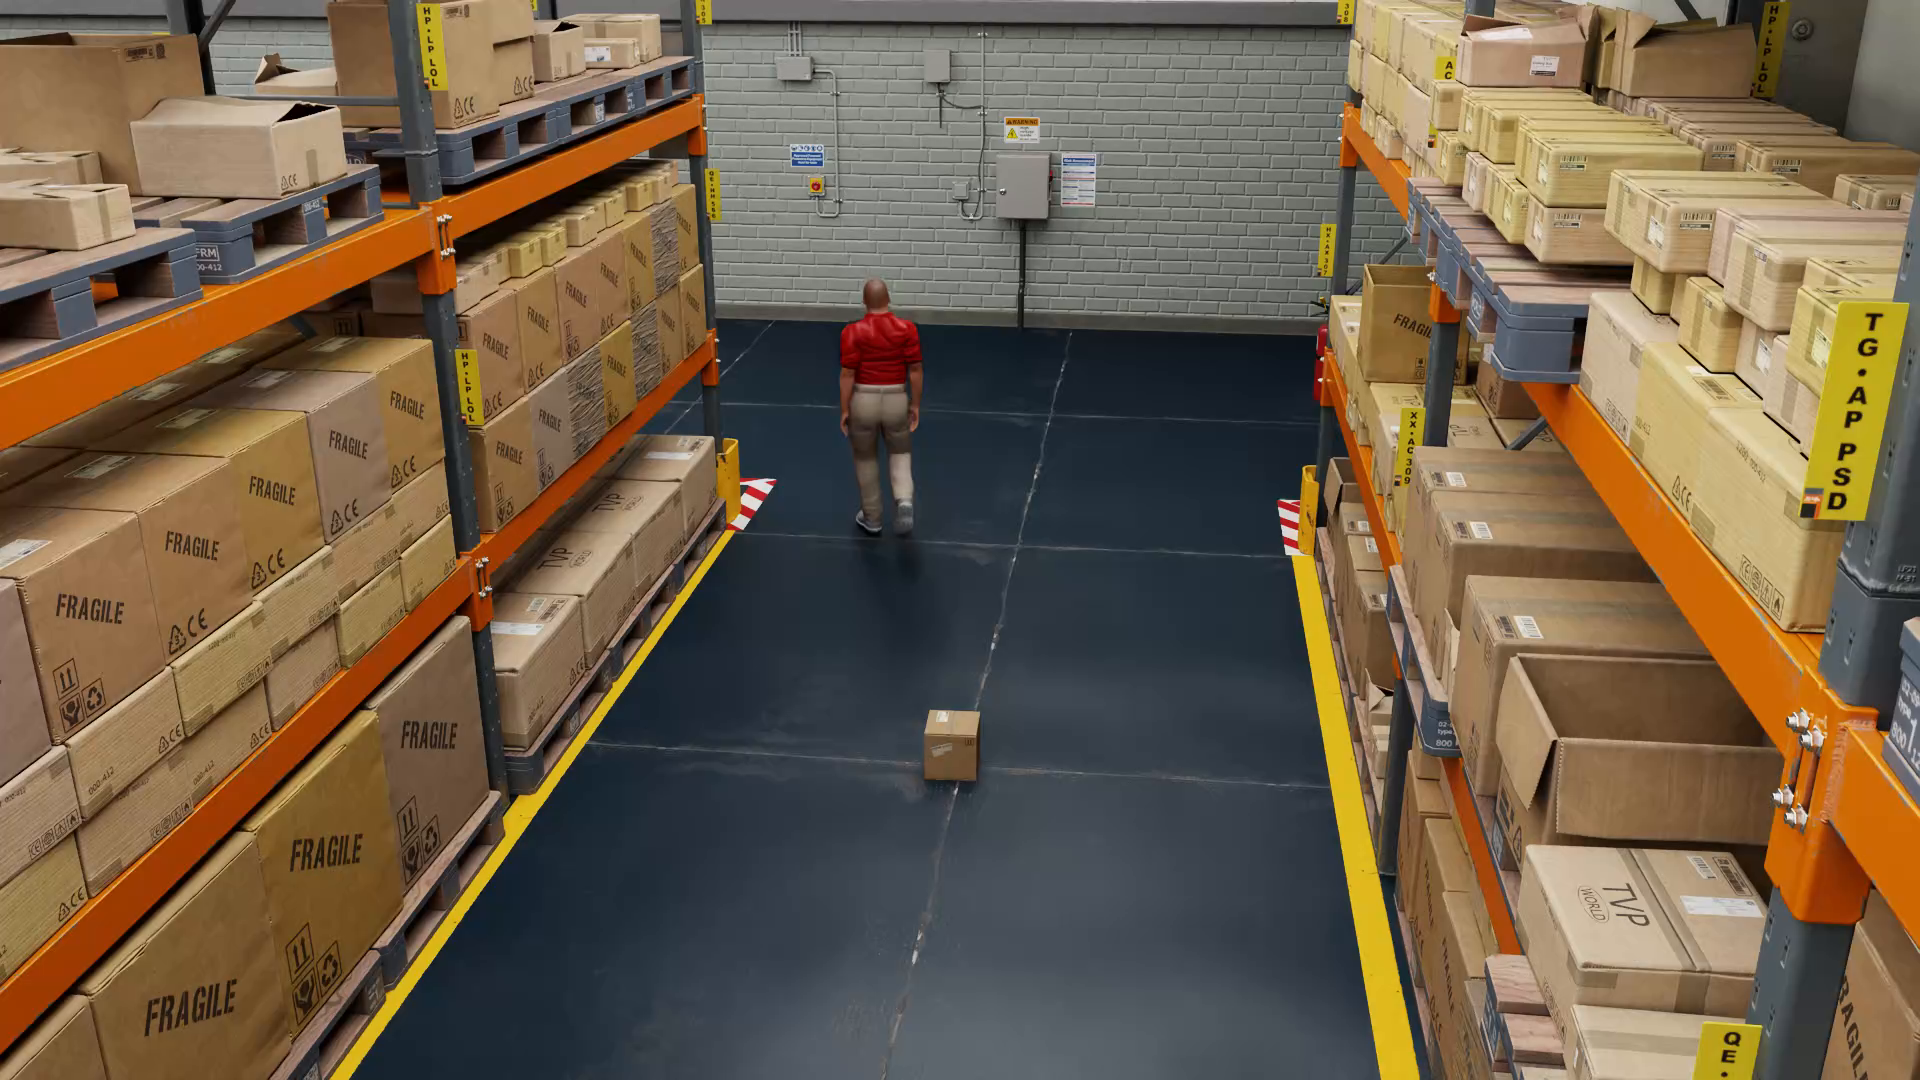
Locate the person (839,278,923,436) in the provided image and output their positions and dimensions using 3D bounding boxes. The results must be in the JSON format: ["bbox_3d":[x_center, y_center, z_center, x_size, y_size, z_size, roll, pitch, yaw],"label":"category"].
[{"bbox_3d":[-0.519,-1.176,10.677,0.538,1.036,0.340,-5,22,-13],"label":"person"}]
